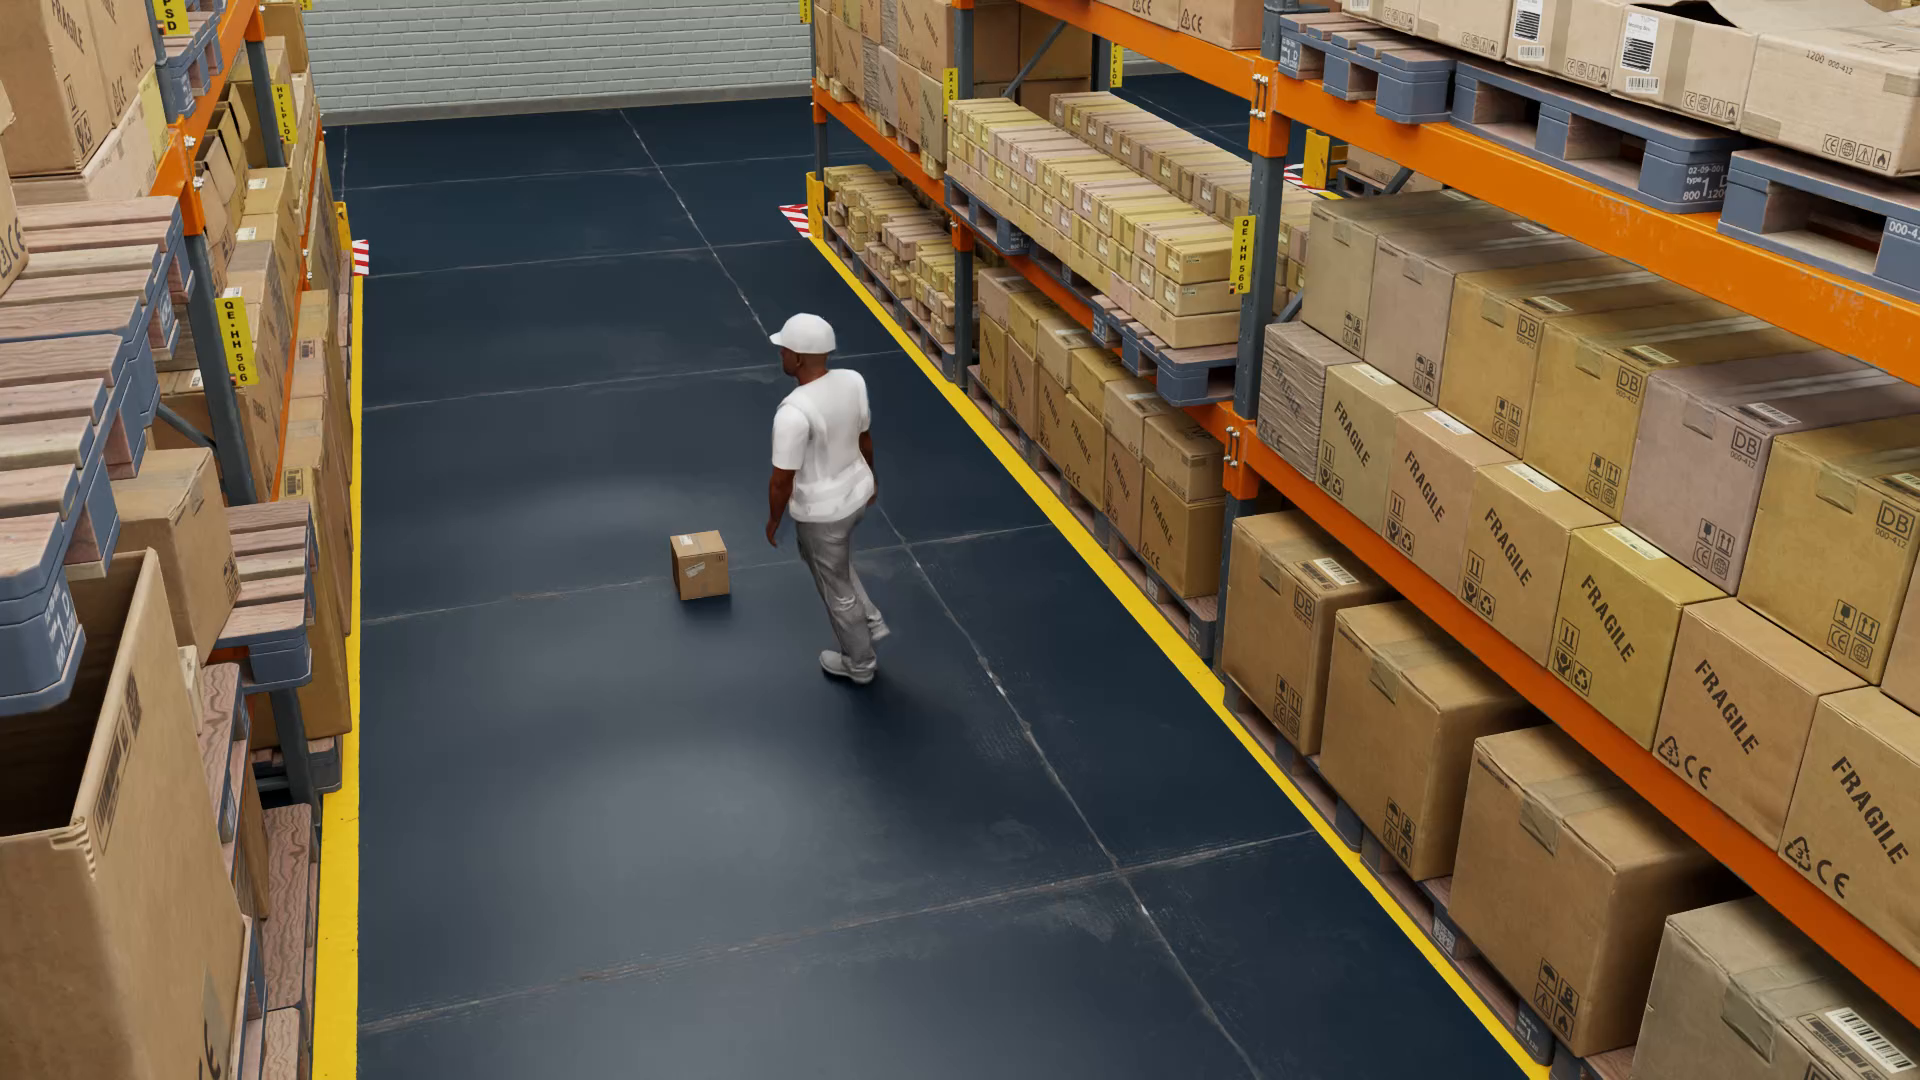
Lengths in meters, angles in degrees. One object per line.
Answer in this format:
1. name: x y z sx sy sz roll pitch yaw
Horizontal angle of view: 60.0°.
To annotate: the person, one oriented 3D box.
1. person: -0.582 -0.174 7.406 0.459 1.758 0.705 14 29 26
